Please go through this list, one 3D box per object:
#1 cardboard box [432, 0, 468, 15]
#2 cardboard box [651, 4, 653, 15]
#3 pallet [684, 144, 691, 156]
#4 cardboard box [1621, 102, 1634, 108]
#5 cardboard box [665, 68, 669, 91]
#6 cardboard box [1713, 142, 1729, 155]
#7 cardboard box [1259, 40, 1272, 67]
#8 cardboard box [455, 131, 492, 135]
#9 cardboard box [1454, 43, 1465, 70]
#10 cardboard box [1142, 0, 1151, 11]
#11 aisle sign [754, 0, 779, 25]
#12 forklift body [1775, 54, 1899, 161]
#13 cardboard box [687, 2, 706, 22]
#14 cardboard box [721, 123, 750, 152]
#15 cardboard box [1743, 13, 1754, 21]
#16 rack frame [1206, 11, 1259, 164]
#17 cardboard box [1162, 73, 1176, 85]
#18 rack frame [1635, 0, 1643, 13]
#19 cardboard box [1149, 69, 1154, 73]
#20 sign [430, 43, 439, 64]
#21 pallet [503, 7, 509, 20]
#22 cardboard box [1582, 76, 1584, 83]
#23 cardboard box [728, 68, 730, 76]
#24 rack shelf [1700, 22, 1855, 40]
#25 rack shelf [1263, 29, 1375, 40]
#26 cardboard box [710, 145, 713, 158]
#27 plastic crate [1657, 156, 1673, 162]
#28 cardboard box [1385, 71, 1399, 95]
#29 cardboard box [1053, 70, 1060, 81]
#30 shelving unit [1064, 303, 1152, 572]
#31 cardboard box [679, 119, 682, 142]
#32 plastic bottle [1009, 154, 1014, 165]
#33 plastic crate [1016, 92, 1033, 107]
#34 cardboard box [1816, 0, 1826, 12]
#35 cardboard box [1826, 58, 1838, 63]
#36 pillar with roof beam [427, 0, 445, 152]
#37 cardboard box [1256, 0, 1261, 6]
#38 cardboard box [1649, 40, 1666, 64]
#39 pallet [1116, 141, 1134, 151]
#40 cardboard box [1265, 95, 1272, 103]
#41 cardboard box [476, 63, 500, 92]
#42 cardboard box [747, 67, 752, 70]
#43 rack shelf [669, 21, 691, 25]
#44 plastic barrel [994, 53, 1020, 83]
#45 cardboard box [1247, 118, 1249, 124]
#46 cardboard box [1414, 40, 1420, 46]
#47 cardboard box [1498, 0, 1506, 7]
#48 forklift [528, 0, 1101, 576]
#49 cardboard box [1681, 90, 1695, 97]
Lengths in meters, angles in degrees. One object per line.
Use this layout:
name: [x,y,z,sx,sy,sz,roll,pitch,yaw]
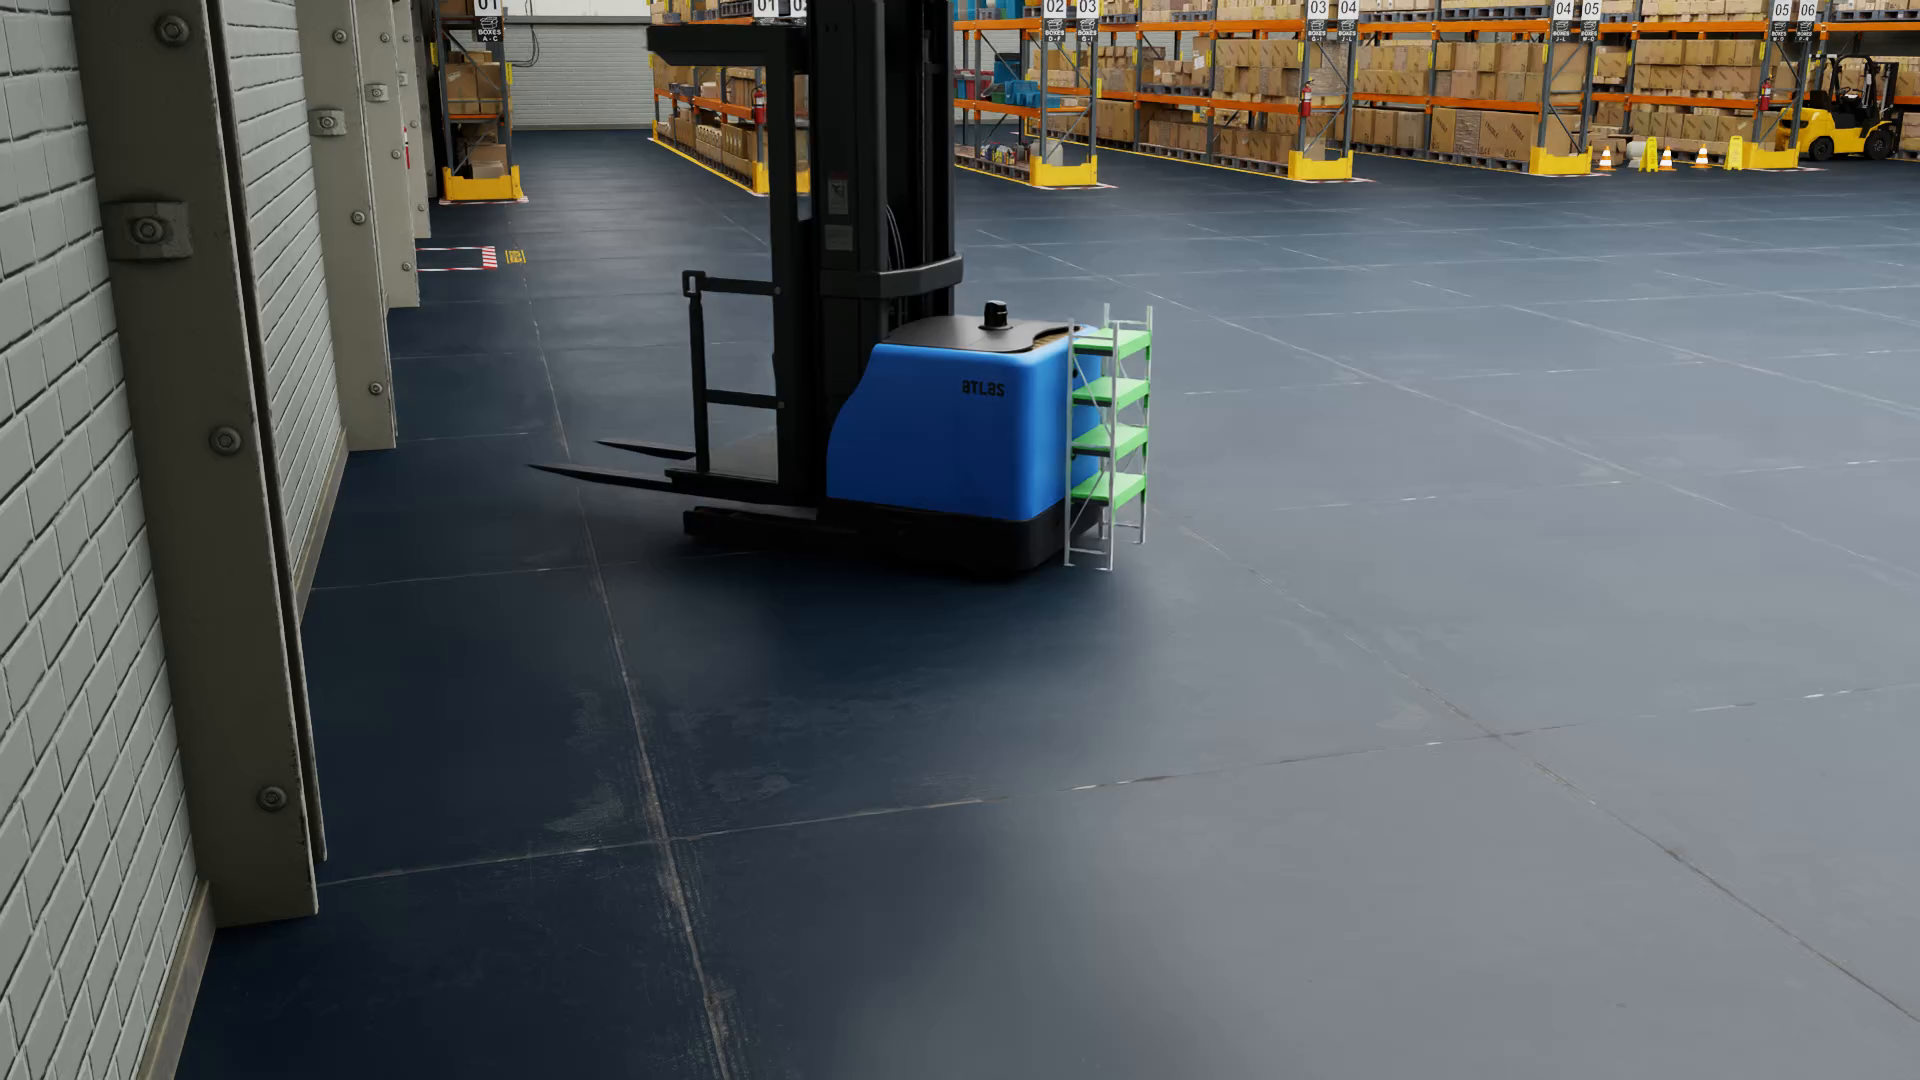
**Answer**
cardboard box: [-8.001,-8.494,26.092,0.500,0.500,0.500,-3,17,-11]
cardboard box: [-7.387,-13.164,41.240,0.500,0.250,0.500,-5,17,-15]
pallet: [-5.580,-8.721,37.117,1.003,0.211,1.213,-5,17,-15]
cardboard box: [17.810,-11.554,44.191,0.380,0.149,0.250,-5,17,-16]
cardboard box: [-6.706,-10.925,39.433,0.500,0.500,0.500,-4,17,-14]
cardboard box: [15.686,-7.956,33.773,0.500,0.250,0.500,-5,17,-16]
cardboard box: [5.978,-9.157,31.294,0.500,0.500,0.500,-5,17,-15]
cardboard box: [-9.564,-7.784,32.732,0.700,0.500,0.500,-5,17,-15]
cardboard box: [10.674,-9.891,34.028,0.875,0.550,0.550,-5,17,-15]
cardboard box: [4.328,-11.866,36.483,0.500,0.500,0.500,-5,17,-15]
aisle sign: [-3.145,-8.501,27.018,0.394,0.787,0.004,-5,17,-15]
forklift body: [18.670,-9.230,35.440,2.313,2.155,1.214,-5,17,-15]
cardboard box: [-5.232,-11.112,34.844,0.910,0.500,0.500,-5,17,-15]
cardboard box: [-4.154,-7.494,30.931,0.500,0.500,0.500,-5,17,-15]
cardboard box: [15.707,-10.322,32.822,0.380,0.149,0.250,-5,17,-15]
rack frame: [5.546,-9.186,33.817,1.000,3.000,0.127,-5,17,-15]
cardboard box: [4.686,-9.939,35.858,0.500,0.250,0.500,-5,17,-17]
rack frame: [15.074,-12.842,35.563,1.000,3.000,0.127,-5,17,-15]
cardboard box: [4.575,-10.496,38.006,0.500,0.500,0.500,-4,17,-14]
sign: [-8.182,-7.572,25.883,0.100,0.325,0.005,-5,17,-15]
pallet: [-8.809,-9.537,30.098,1.213,0.211,1.003,-5,17,-15]
cardboard box: [14.427,-10.535,38.016,0.380,0.149,0.250,-5,18,-17]
cardboard box: [-4.092,-8.672,30.807,0.380,0.149,0.250,-5,17,-15]
rack shelf: [19.296,-12.008,39.249,1.077,0.370,4.000,-5,17,-15]
rack shelf: [8.694,-12.301,40.227,1.077,0.370,4.000,-5,17,-15]
cardboard box: [-4.651,-7.661,32.792,0.500,0.250,0.500,-4,17,-14]
plastic crate: [14.717,-8.072,35.184,0.402,0.080,0.583,-12,20,-34]
cardboard box: [9.664,-10.000,36.356,0.500,0.500,0.500,-5,17,-15]
cardboard box: [2.689,-11.855,42.446,0.500,0.250,0.500,-4,17,-14]
shelving unit: [0.716,-0.503,8.042,0.258,1.200,0.503,7,18,23]
cardboard box: [-6.123,-9.330,37.879,0.500,0.500,0.500,-4,17,-14]
plastic bottle: [0.957,-7.031,30.746,0.097,0.201,0.097,0,17,0]
plastic crate: [1.285,-7.911,29.833,0.499,0.251,0.408,-5,17,-15]
cardboard box: [19.413,-12.186,37.844,0.500,0.311,0.500,-5,18,-17]
cardboard box: [19.648,-10.752,37.214,0.380,0.149,0.250,-4,17,-14]
pillar with roof beam: [-7.825,-13.562,37.960,9.100,9.000,0.400,-5,17,-15]
cardboard box: [5.837,-10.201,31.551,0.380,0.149,0.250,-4,17,-14]
cardboard box: [15.106,-10.356,35.286,0.700,0.500,0.500,-5,17,-15]
pallet: [4.302,-9.181,38.648,1.003,0.211,1.213,-5,17,-15]
cardboard box: [6.009,-8.366,31.525,0.380,0.149,0.250,-5,17,-15]
cardboard box: [-7.900,-7.780,28.060,0.500,0.500,0.500,-4,17,-14]
cardboard box: [-3.300,-8.395,28.758,0.700,0.500,0.500,-5,17,-15]
rack shelf: [-5.629,-11.155,36.411,1.077,0.370,4.000,-5,17,-15]
plastic barrel: [0.969,-9.165,32.877,0.600,0.901,0.708,-5,17,-15]
cardboard box: [7.666,-10.877,43.156,0.380,0.149,0.250,-6,18,-18]
cardboard box: [12.371,-13.299,44.473,0.380,0.149,0.250,-5,17,-16]
cardboard box: [10.676,-10.425,32.263,0.380,0.149,0.250,-5,17,-15]
forklift: [-0.840,-1.502,8.356,3.031,2.935,1.130,8,18,24]
cardboard box: [15.291,-9.314,34.682,0.380,0.149,0.250,-5,17,-15]
